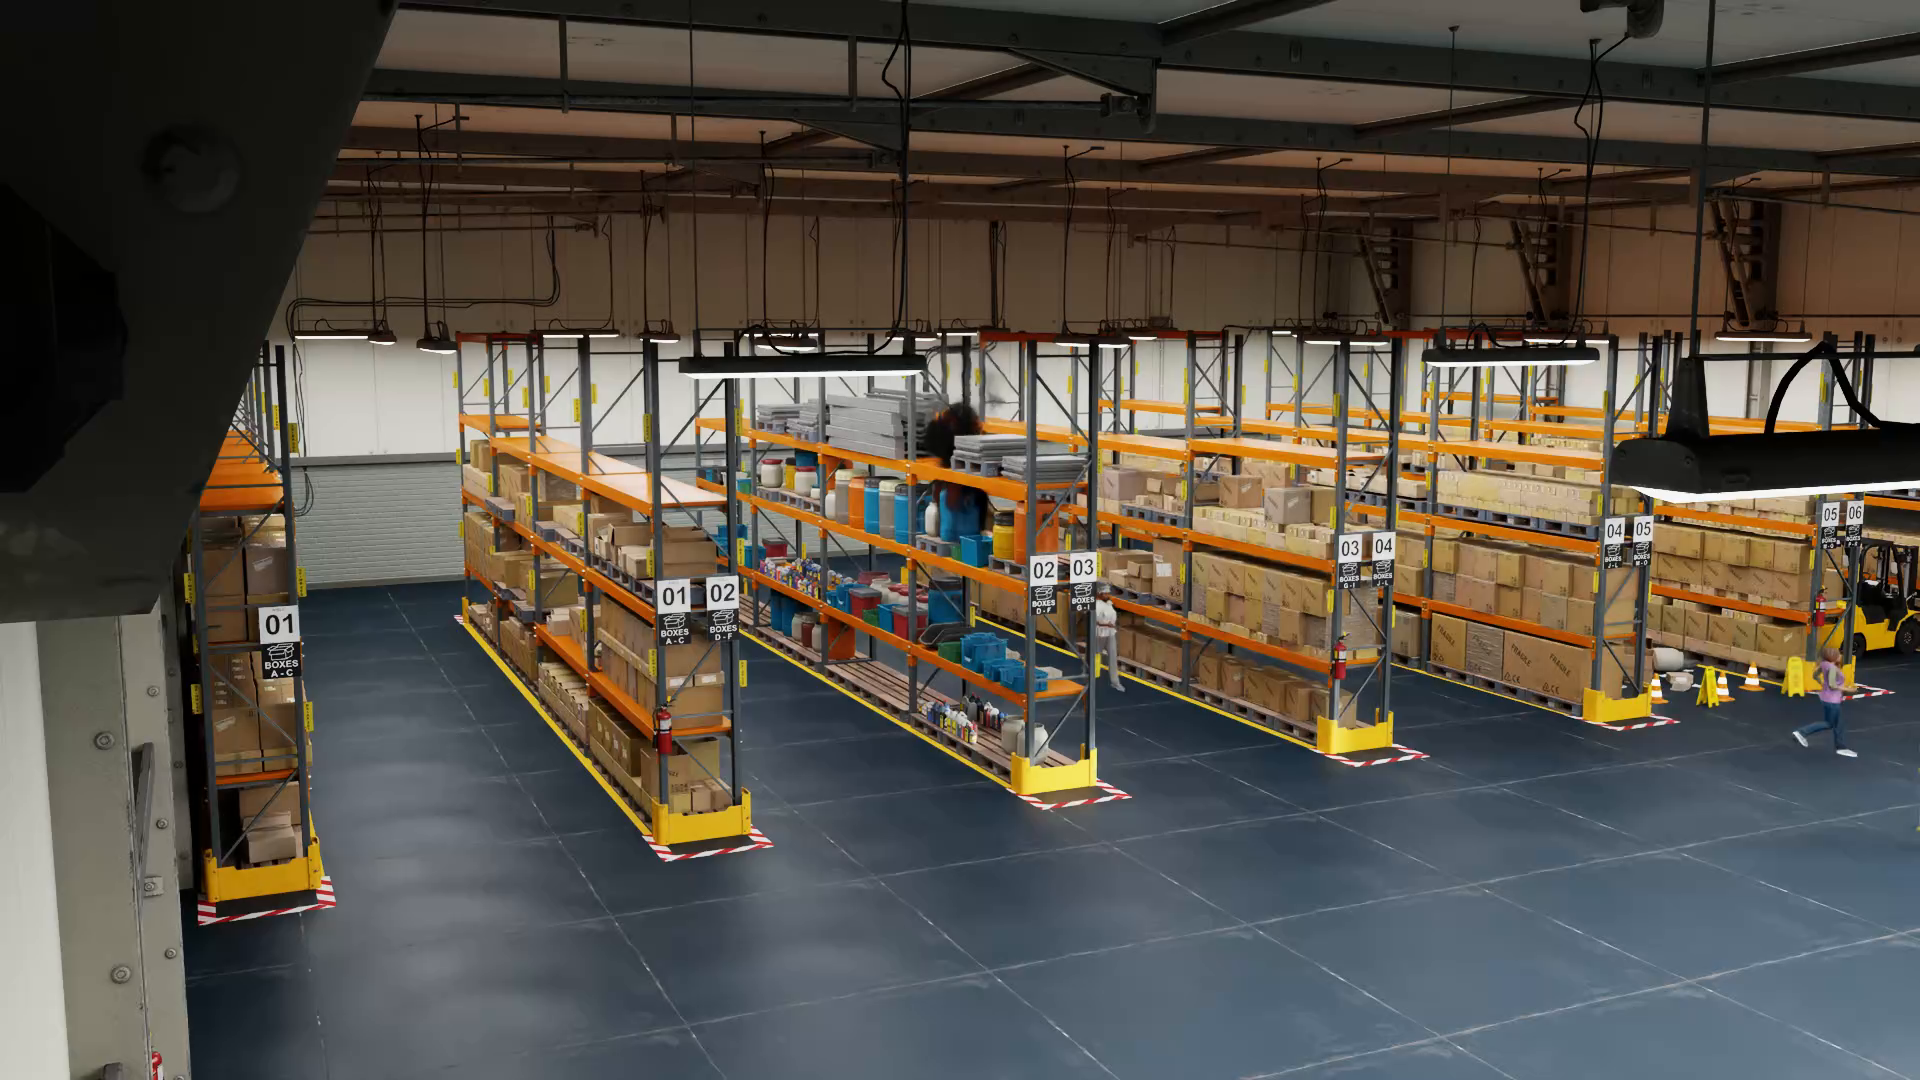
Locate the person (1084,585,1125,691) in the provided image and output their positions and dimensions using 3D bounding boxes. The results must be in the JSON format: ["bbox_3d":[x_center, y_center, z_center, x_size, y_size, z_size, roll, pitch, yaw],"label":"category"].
[{"bbox_3d":[2.342,1.572,26.909,0.579,1.729,0.853,-6,10,-39],"label":"person"}]

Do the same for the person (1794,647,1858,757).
[{"bbox_3d":[12.492,2.321,23.923,0.860,1.587,0.537,2,8,17],"label":"person"}]
